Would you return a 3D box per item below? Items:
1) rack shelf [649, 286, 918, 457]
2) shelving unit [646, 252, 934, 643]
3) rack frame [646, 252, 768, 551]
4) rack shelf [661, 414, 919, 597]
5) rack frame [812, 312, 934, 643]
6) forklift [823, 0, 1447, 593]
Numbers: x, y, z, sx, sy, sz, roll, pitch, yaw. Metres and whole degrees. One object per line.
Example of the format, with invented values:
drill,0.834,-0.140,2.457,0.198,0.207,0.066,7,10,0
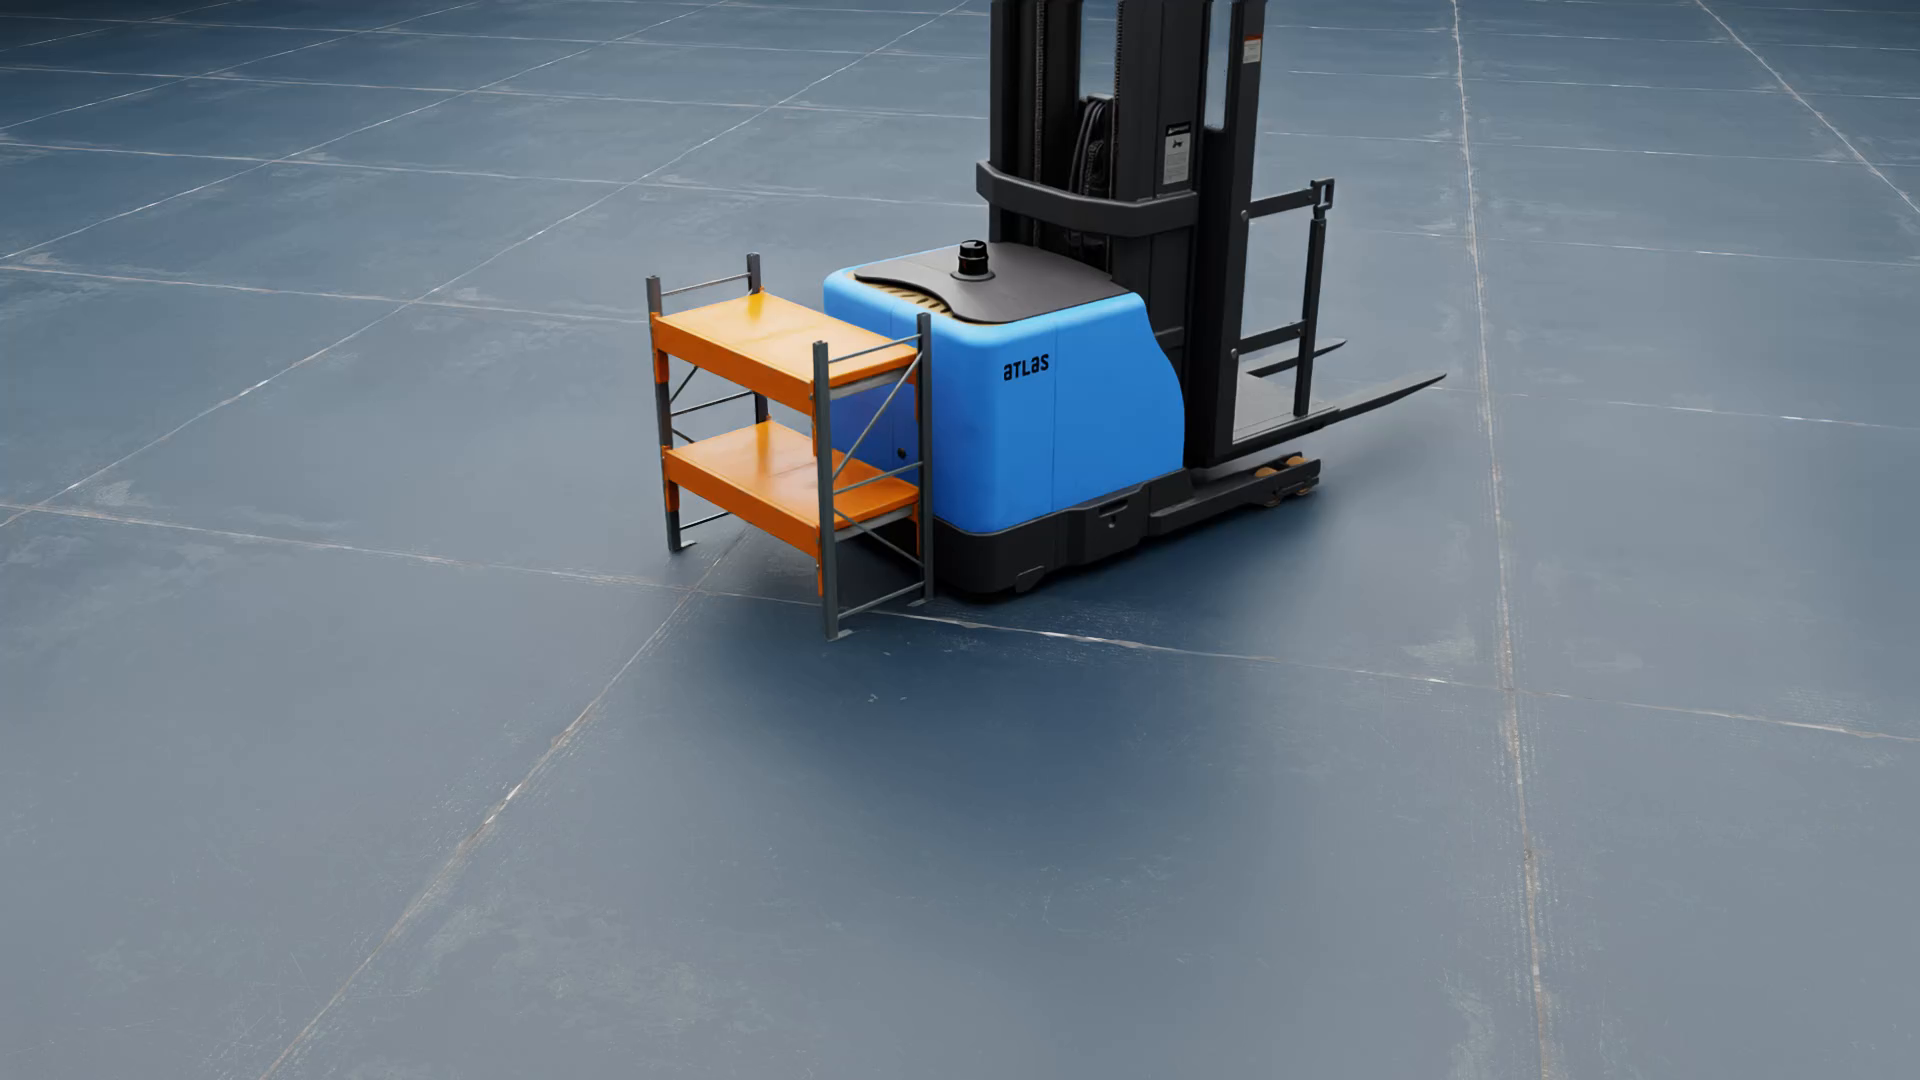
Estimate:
rack shelf,-0.635,-0.641,6.107,0.538,0.278,1.000,-21,33,-37
shelving unit,-0.635,-0.377,6.233,0.538,1.125,1.048,-21,33,-37
rack frame,-0.975,-0.539,6.574,0.500,1.125,0.032,-21,33,-37
rack shelf,-0.635,-0.156,6.338,0.538,0.278,1.000,-21,33,-37
rack frame,-0.295,-0.215,5.892,0.500,1.125,0.032,-21,33,-37
forklift,0.924,-1.622,6.747,3.031,2.935,1.130,-19,31,-34
